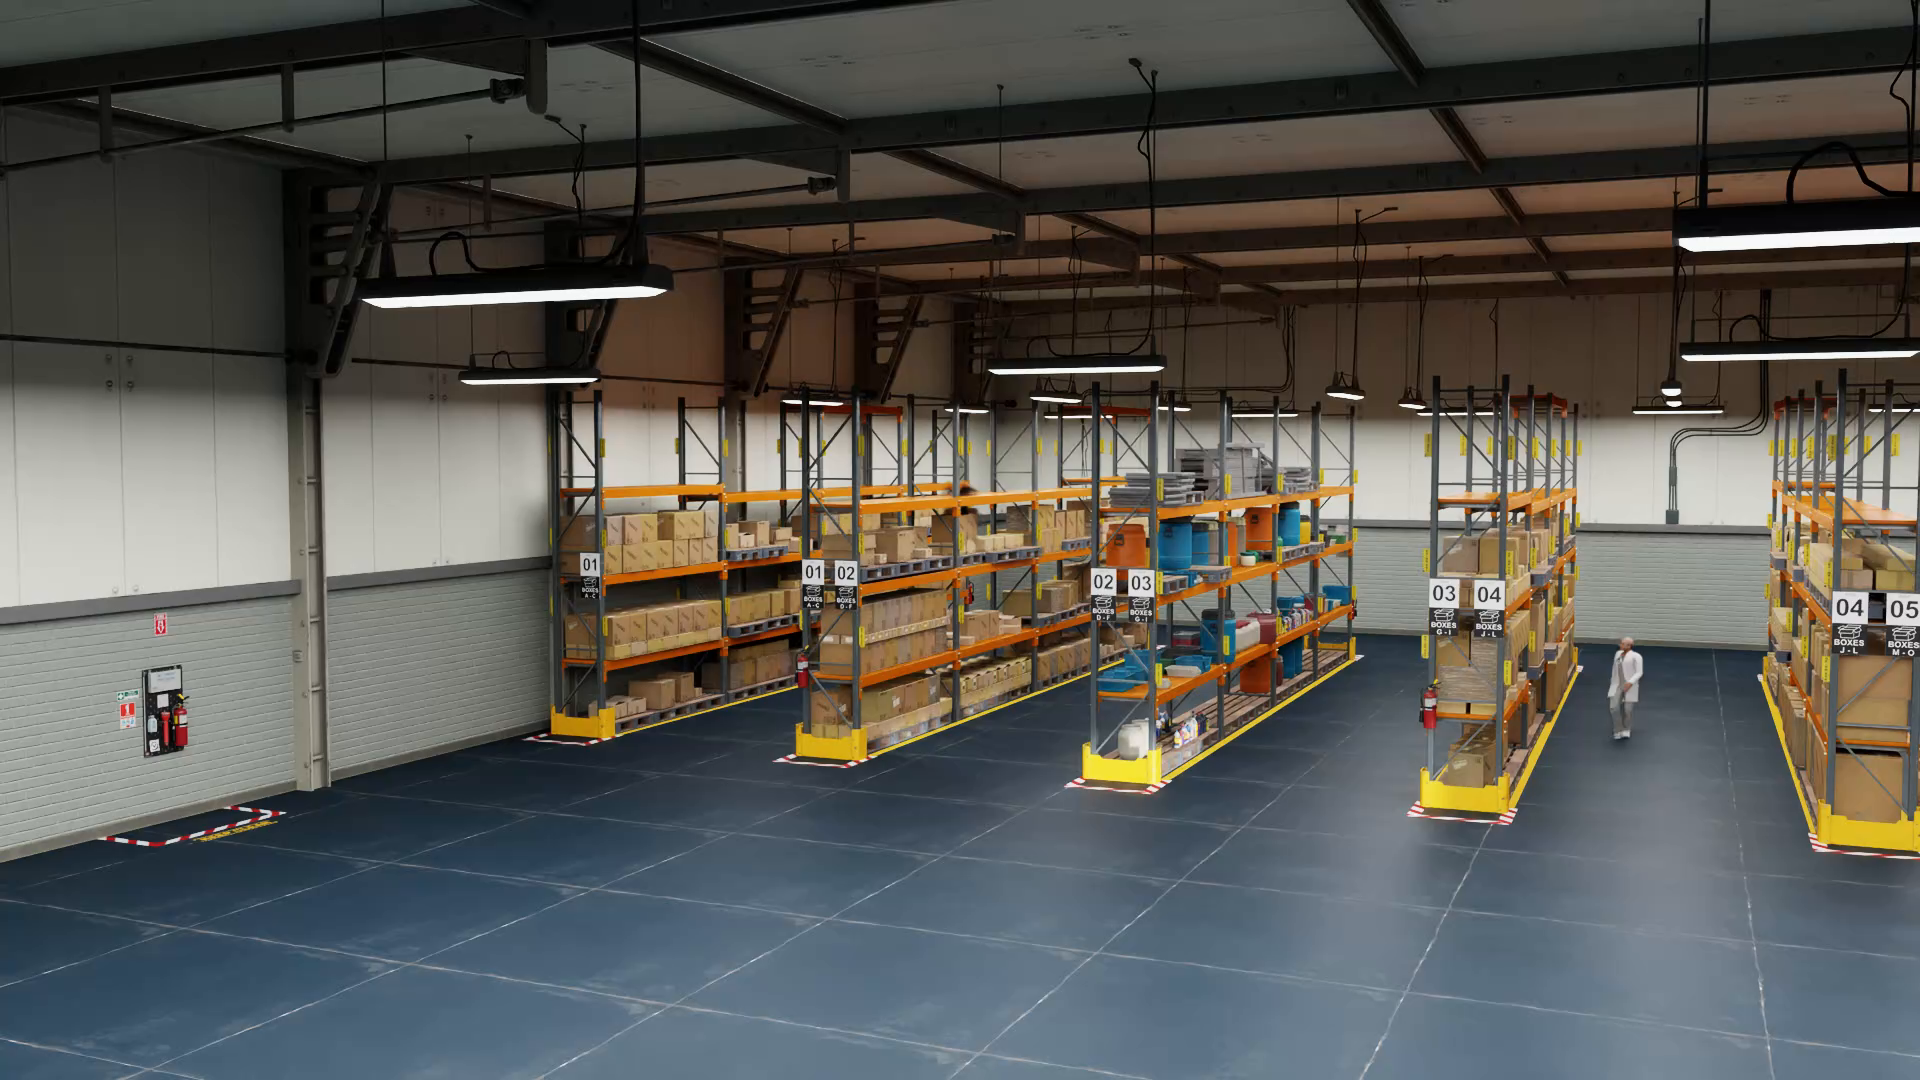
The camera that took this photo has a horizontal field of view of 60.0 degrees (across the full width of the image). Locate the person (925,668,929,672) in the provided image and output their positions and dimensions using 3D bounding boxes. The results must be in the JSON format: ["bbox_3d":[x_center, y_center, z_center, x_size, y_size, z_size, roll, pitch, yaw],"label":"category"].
[{"bbox_3d":[-0.968,2.165,36.424,0.536,1.639,0.975,1,3,18],"label":"person"}]

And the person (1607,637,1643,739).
[{"bbox_3d":[11.433,2.592,28.606,0.592,1.849,0.740,2,4,32],"label":"person"}]
